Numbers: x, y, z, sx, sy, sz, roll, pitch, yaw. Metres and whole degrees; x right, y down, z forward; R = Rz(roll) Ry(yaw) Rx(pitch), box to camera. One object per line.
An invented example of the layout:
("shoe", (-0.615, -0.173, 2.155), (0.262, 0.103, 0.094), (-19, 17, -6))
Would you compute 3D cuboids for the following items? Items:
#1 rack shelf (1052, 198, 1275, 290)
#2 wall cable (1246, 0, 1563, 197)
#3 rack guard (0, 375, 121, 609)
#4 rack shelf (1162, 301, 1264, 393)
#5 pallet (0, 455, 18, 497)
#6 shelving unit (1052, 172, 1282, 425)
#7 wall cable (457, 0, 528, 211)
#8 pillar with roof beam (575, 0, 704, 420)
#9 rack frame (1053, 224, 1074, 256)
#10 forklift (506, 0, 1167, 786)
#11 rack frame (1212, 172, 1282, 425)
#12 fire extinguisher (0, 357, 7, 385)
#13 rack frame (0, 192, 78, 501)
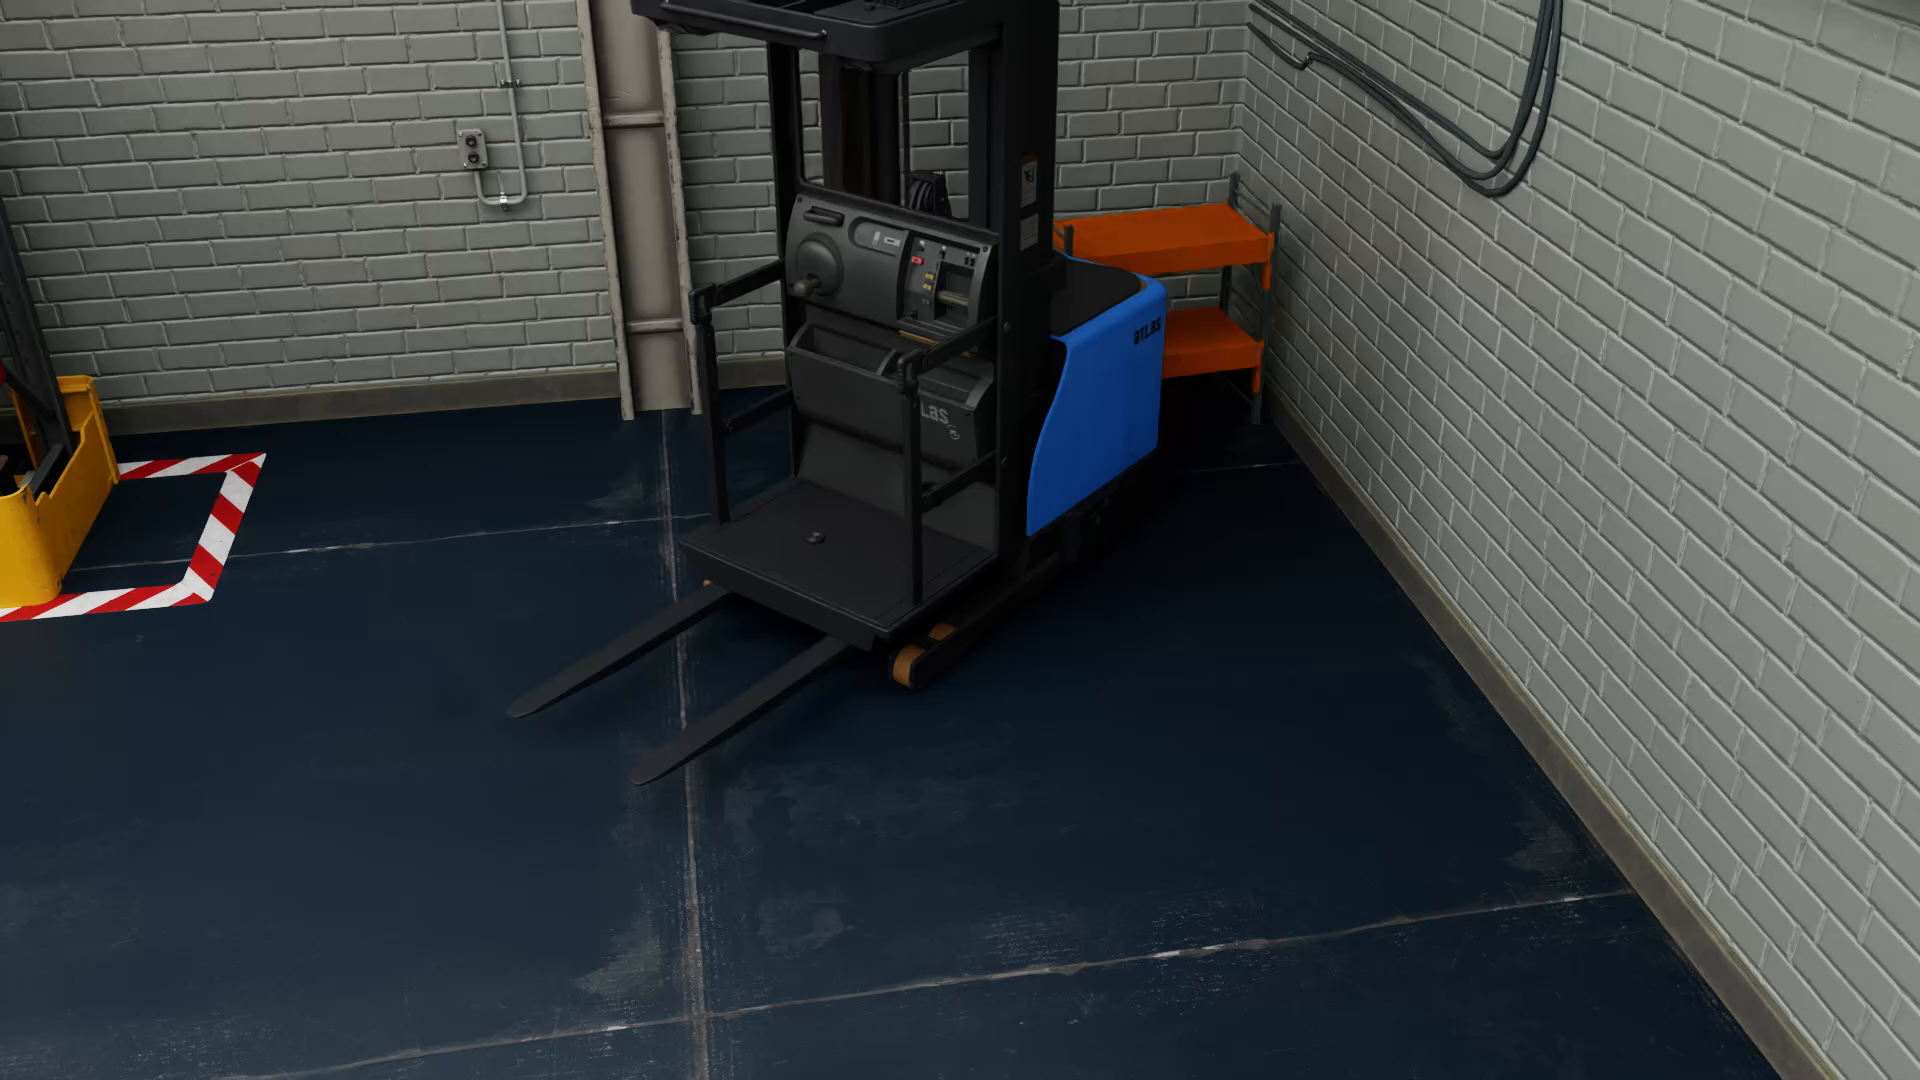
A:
("rack shelf", (0.908, -1.354, 7.866), (1.000, 0.278, 0.538), (-9, 32, -14))
("wall cable", (1.620, -2.891, 6.352), (0.112, 2.526, 3.097), (-5, 31, -9))
("rack guard", (-3.984, -0.230, 7.148), (0.348, 0.500, 1.175), (-5, 31, -9))
("rack shelf", (0.908, -0.891, 8.138), (1.000, 0.278, 0.538), (-9, 32, -14))
("pallet", (-4.780, 0.009, 7.027), (1.213, 0.211, 1.003), (-5, 31, -9))
("shelving unit", (0.908, -1.102, 8.014), (1.048, 1.125, 0.538), (-9, 32, -14))
("wall cable", (-2.918, -2.332, 7.254), (1.851, 1.984, 0.084), (-5, 31, -9))
("pillar with roof beam", (-0.732, -2.423, 2.493), (0.400, 9.000, 9.100), (-5, 31, -9))
("rack frame", (0.421, -1.029, 7.890), (0.032, 1.125, 0.500), (-9, 32, -14))
("forklift", (-0.403, -0.981, 6.027), (1.130, 2.935, 3.031), (21, 36, 31))
("rack frame", (1.396, -1.175, 8.139), (0.032, 1.125, 0.500), (-9, 32, -14))
("fire extinguisher", (-3.776, -0.895, 6.257), (0.183, 0.674, 0.296), (-5, 31, -9))
("rack frame", (-4.008, -1.305, 6.511), (0.127, 3.000, 1.000), (-5, 31, -9))
